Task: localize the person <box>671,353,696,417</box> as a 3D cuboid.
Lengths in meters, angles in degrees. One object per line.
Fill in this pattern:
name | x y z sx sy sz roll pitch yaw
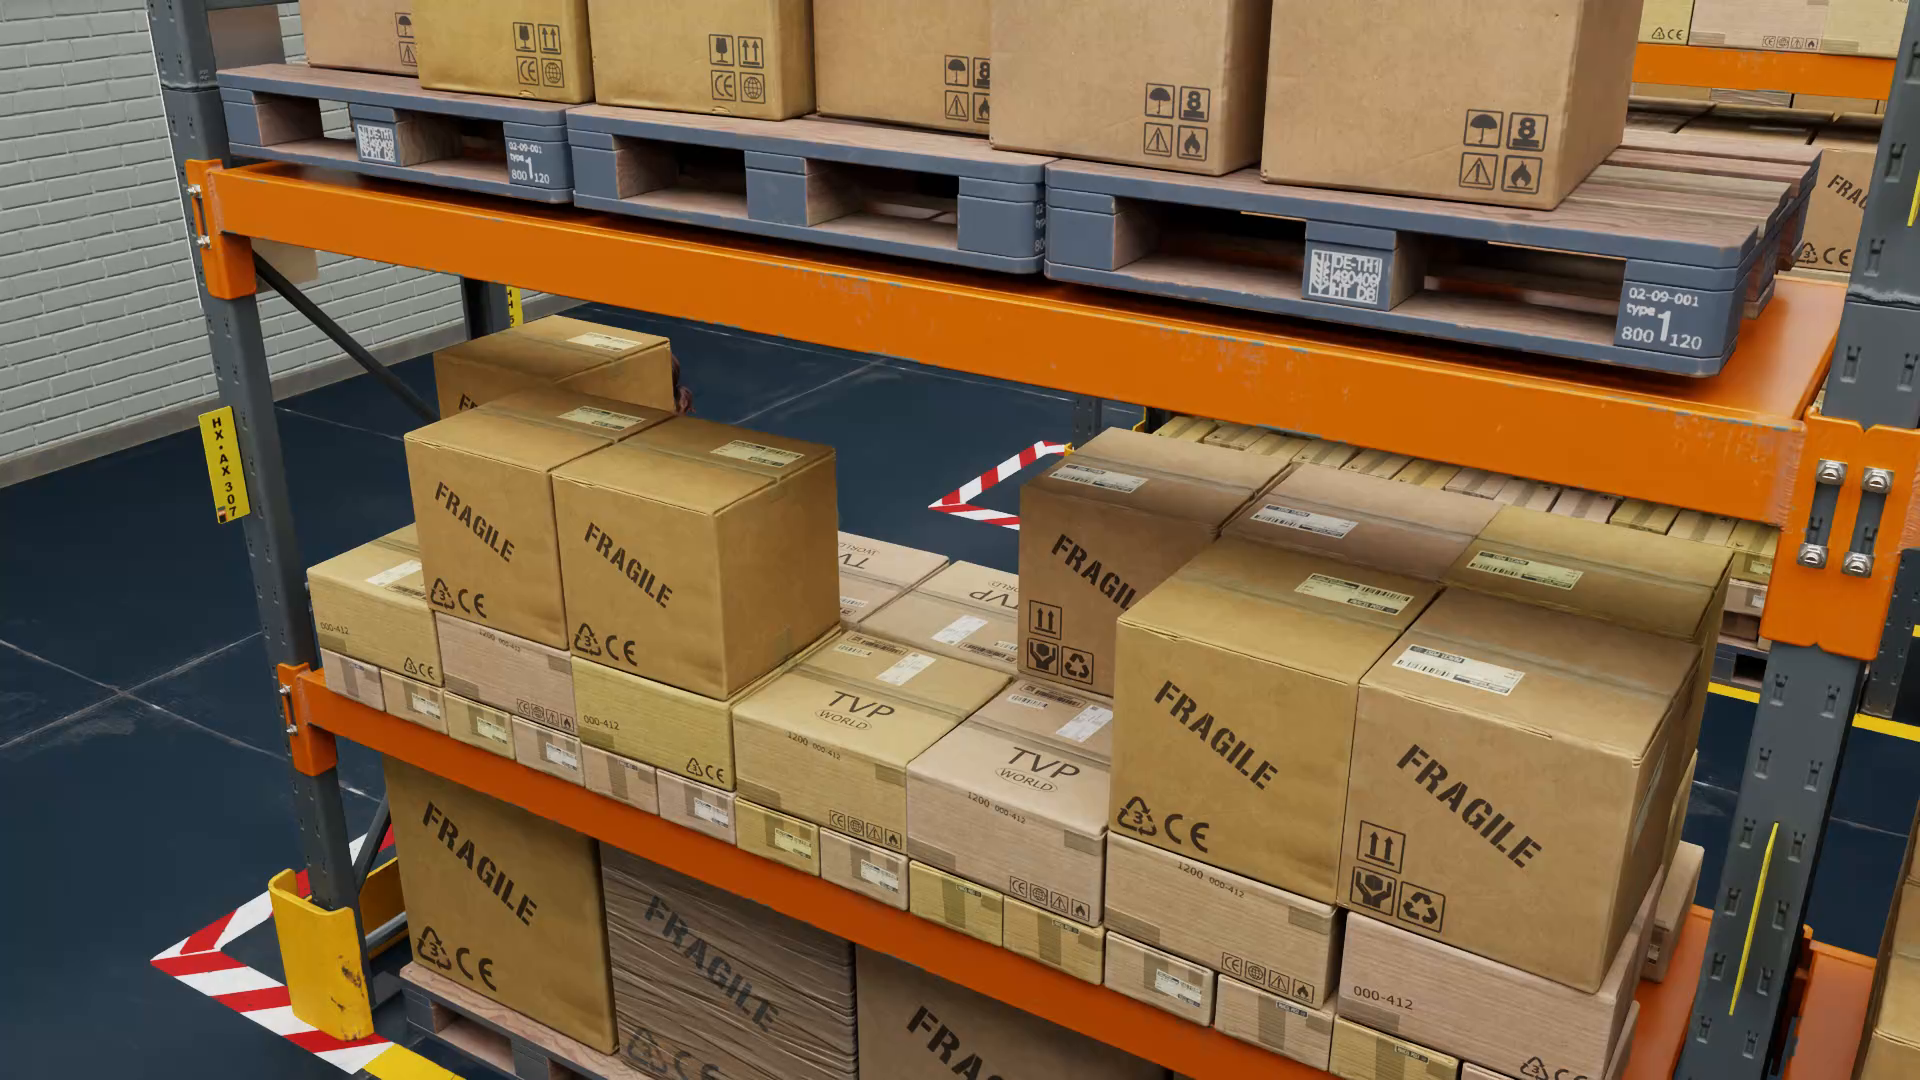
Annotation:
person | -1.365 -0.041 7.225 1.003 1.625 0.449 -2 23 -4
